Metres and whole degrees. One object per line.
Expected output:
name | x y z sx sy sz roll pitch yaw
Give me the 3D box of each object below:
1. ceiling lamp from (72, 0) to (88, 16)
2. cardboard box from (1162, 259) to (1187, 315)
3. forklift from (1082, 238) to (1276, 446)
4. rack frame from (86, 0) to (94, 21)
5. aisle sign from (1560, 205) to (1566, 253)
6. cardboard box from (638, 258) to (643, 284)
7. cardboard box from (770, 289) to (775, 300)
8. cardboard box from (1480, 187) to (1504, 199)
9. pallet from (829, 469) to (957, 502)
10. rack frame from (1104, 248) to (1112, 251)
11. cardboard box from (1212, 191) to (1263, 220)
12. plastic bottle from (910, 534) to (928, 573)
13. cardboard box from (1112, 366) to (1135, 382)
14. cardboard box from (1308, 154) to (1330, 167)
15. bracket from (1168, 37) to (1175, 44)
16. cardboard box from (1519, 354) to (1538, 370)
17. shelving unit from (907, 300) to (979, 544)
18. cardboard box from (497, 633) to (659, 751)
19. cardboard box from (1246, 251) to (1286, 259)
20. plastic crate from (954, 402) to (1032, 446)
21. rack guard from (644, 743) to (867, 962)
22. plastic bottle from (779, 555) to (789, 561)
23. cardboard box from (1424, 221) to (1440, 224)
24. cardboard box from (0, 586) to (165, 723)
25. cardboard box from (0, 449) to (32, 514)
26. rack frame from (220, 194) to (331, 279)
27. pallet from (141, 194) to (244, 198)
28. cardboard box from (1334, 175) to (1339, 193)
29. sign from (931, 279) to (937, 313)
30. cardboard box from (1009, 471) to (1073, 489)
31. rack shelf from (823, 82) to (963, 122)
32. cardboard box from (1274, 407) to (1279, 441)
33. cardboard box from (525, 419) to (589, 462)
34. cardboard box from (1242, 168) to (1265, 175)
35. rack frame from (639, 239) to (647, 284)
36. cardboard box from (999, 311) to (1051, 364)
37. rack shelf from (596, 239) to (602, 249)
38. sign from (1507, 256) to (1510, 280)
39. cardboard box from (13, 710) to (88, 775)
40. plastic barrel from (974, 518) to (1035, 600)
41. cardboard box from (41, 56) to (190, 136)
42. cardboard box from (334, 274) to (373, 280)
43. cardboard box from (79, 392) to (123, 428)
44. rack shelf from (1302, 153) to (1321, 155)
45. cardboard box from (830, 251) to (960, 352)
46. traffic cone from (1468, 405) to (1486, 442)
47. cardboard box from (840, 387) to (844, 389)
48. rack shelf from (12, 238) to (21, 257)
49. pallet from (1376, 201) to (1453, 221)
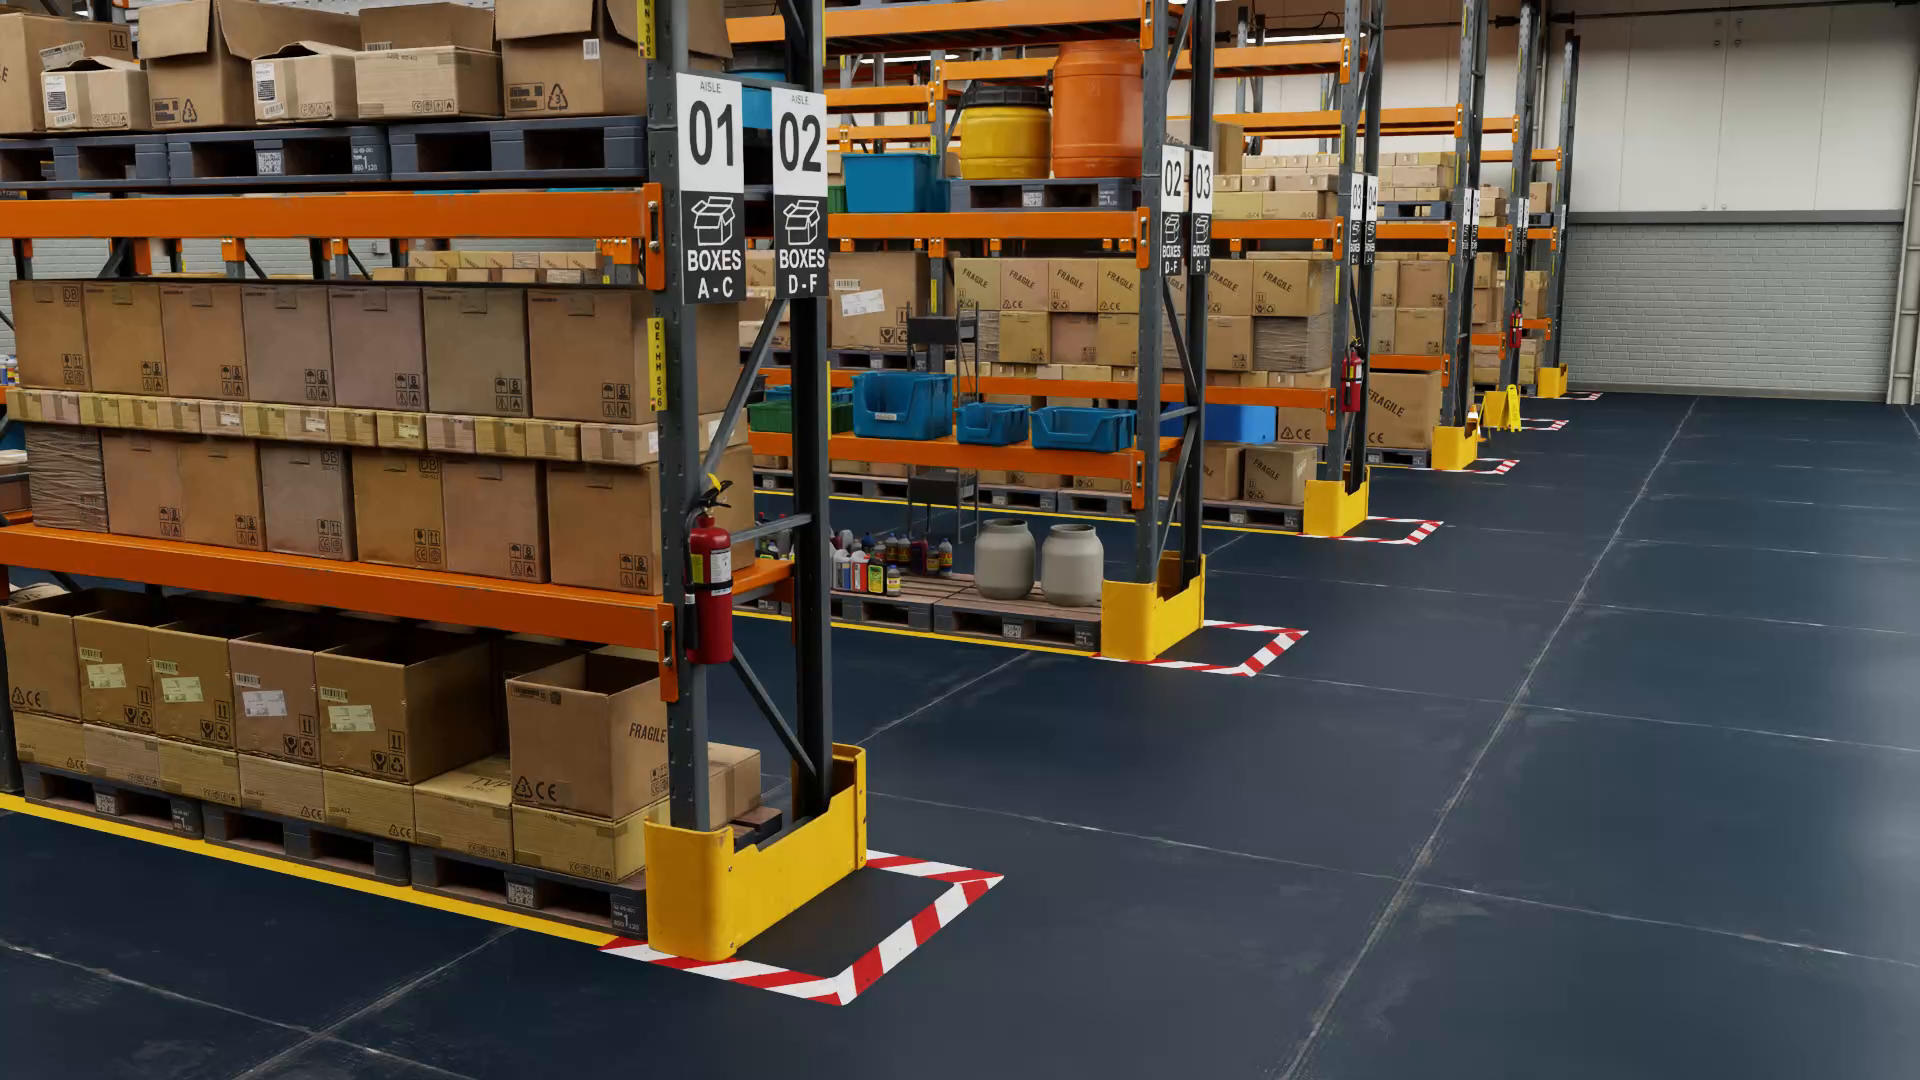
ceiling lamp | -12.060 -9.302 24.521 0.800 3.185 2.000 5 11 26
cardboard box | 2.073 -2.370 15.532 0.500 0.500 0.500 5 11 26
forklift | 1.992 -2.205 18.736 3.031 2.935 1.130 6 12 29
rack frame | -10.775 -5.813 21.635 0.127 3.000 1.000 5 11 26
aisle sign | 10.081 -5.203 27.810 0.004 0.787 0.394 5 11 26
cardboard box | -5.619 -4.862 30.137 0.500 0.500 0.500 5 11 24
cardboard box | -2.417 -3.397 22.985 0.250 0.149 0.380 5 12 28
cardboard box | 7.525 -4.907 23.519 0.250 0.149 0.380 5 11 26
pallet | -0.712 -0.604 17.530 1.213 0.211 1.003 5 11 26
rack frame | 2.977 -4.606 31.813 0.127 3.000 1.000 5 11 26
cardboard box | 2.580 -3.039 15.149 0.500 0.250 0.500 5 11 26
plastic bottle | -0.301 0.098 12.214 0.133 0.283 0.061 5 12 27
cardboard box | 1.642 -1.598 15.897 0.250 0.149 0.380 5 11 26
cardboard box | 4.267 -4.458 19.575 0.250 0.149 0.380 5 11 25
bracket | 4.016 -9.347 31.053 0.430 0.232 0.235 5 11 26
cardboard box | 9.577 -3.064 28.428 0.500 0.250 0.500 5 11 25
shelving unit | -0.148 -1.046 14.669 0.503 2.100 0.431 5 11 26
cardboard box | -1.645 0.642 7.249 0.500 0.500 0.500 5 11 26
cardboard box | 4.670 -4.116 25.182 0.500 0.500 0.700 5 11 25
plastic crate | 0.221 -0.780 11.087 0.408 0.251 0.499 5 11 26
rack guard | -0.791 1.214 6.675 0.348 0.500 1.175 5 11 26
plastic bottle | -1.252 0.207 11.840 0.097 0.201 0.097 0 10 0
cardboard box | 6.856 -4.590 24.006 0.250 0.149 0.380 5 11 26
cardboard box | -4.123 0.530 7.866 0.500 0.500 0.500 5 11 26
cardboard box | -4.861 -0.292 8.393 0.500 0.250 0.500 6 12 29
rack frame | -5.792 -1.439 14.315 0.127 3.000 1.000 5 11 26
pallet | -6.435 -2.898 14.484 1.213 0.211 1.003 5 11 26
cardboard box | 3.429 -3.257 15.237 0.250 0.149 0.380 5 11 25
sign | -0.256 -2.396 16.350 0.005 0.325 0.100 5 11 26
cardboard box | 0.845 -0.810 16.677 0.500 0.500 0.500 10 14 44
rack shelf | -1.807 -4.474 17.380 4.000 0.370 1.077 5 11 26
cardboard box | 3.615 -1.729 20.704 0.875 0.875 0.875 5 11 26
cardboard box | -1.475 -0.407 6.507 0.250 0.149 0.380 5 12 27
cardboard box | 3.492 -4.342 20.053 0.500 0.250 0.500 5 11 25
rack frame | -4.902 -3.330 24.760 0.127 3.000 1.000 5 11 26
cardboard box | 0.796 -2.021 16.409 0.500 0.500 0.875 5 11 26
rack shelf | -4.596 -5.408 29.840 4.000 0.370 1.077 5 11 26
sign | 7.695 -3.821 23.335 0.005 0.325 0.100 5 11 26
cardboard box | -4.118 0.898 7.942 0.500 0.250 0.500 5 11 26
plastic barrel | 0.309 0.129 11.453 0.421 0.512 0.421 0 10 0
cardboard box | -3.581 -1.917 7.208 0.500 0.311 0.500 4 11 23
cardboard box | -7.504 -3.066 20.782 0.500 0.500 0.500 5 11 26
cardboard box | -3.787 -0.610 7.629 0.250 0.149 0.380 5 11 24
rack shelf | 4.771 -6.850 30.507 4.000 0.370 1.077 5 11 26
cardboard box | -0.664 -2.502 17.323 1.000 1.000 1.000 5 11 26
traffic cone | 6.816 -1.558 22.095 0.334 0.463 0.336 5 11 26
cardboard box | -1.837 -2.088 23.737 0.500 0.500 0.500 4 11 23
rack shelf | -11.173 -3.034 16.724 4.000 0.370 1.077 5 11 26
pallet | 5.189 -3.874 19.590 1.213 0.211 1.003 5 11 26
